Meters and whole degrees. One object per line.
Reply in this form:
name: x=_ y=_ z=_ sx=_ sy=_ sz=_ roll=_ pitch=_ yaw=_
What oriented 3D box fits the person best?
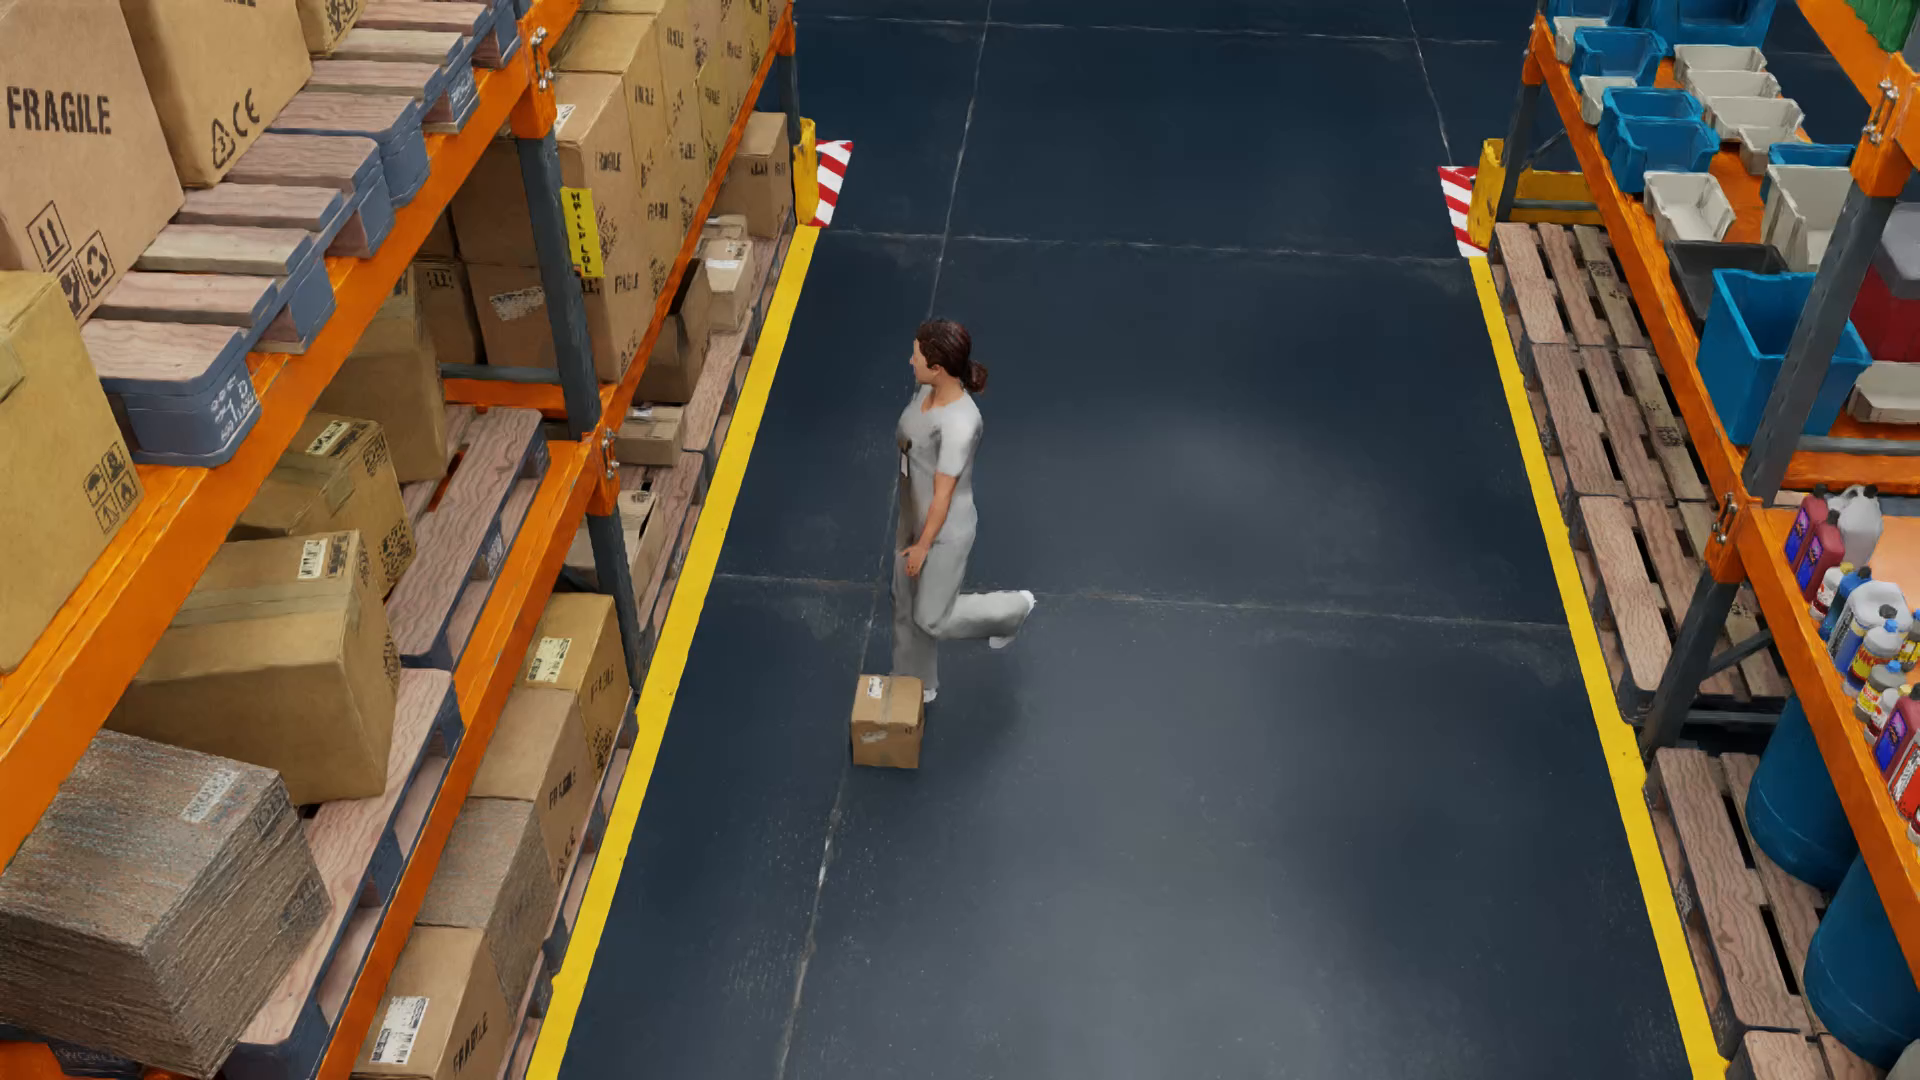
person: x=-0.076 y=-0.087 z=6.281 sx=0.740 sy=1.647 sz=0.488 roll=-15 pitch=42 yaw=-17
